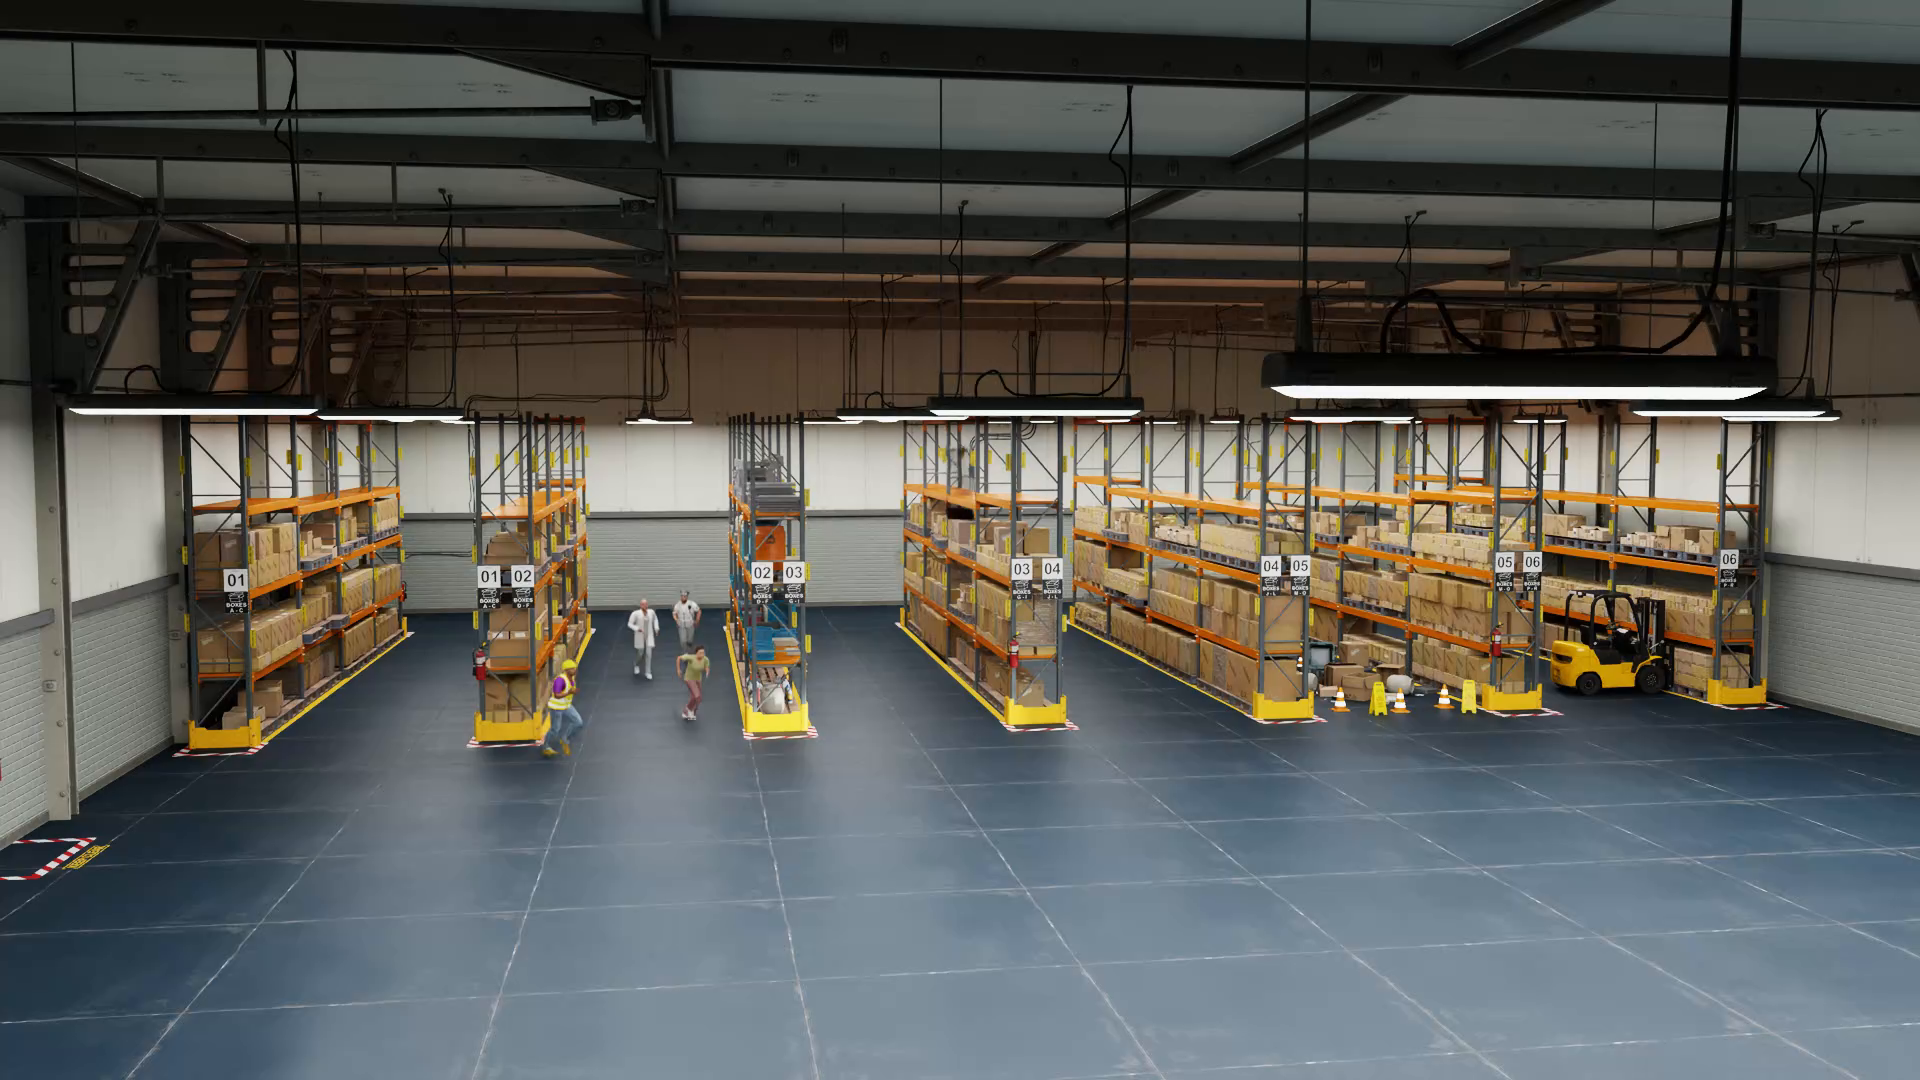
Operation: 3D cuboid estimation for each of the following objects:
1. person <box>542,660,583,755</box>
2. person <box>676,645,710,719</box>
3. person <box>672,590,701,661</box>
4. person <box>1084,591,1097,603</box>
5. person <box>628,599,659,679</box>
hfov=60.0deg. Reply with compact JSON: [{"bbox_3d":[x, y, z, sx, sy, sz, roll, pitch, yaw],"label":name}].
[{"bbox_3d":[-6.859,2.896,28.715,0.883,1.684,0.676,2,4,25],"label":"person"},{"bbox_3d":[-5.189,2.778,32.295,0.609,1.478,0.862,-3,5,-37],"label":"person"},{"bbox_3d":[-6.723,2.090,40.755,0.651,1.752,0.650,0,4,1],"label":"person"},{"bbox_3d":[3.973,1.515,49.875,0.548,1.659,0.613,-1,4,-21],"label":"person"},{"bbox_3d":[-7.240,2.253,38.073,0.732,1.777,0.925,-2,4,-26],"label":"person"}]
